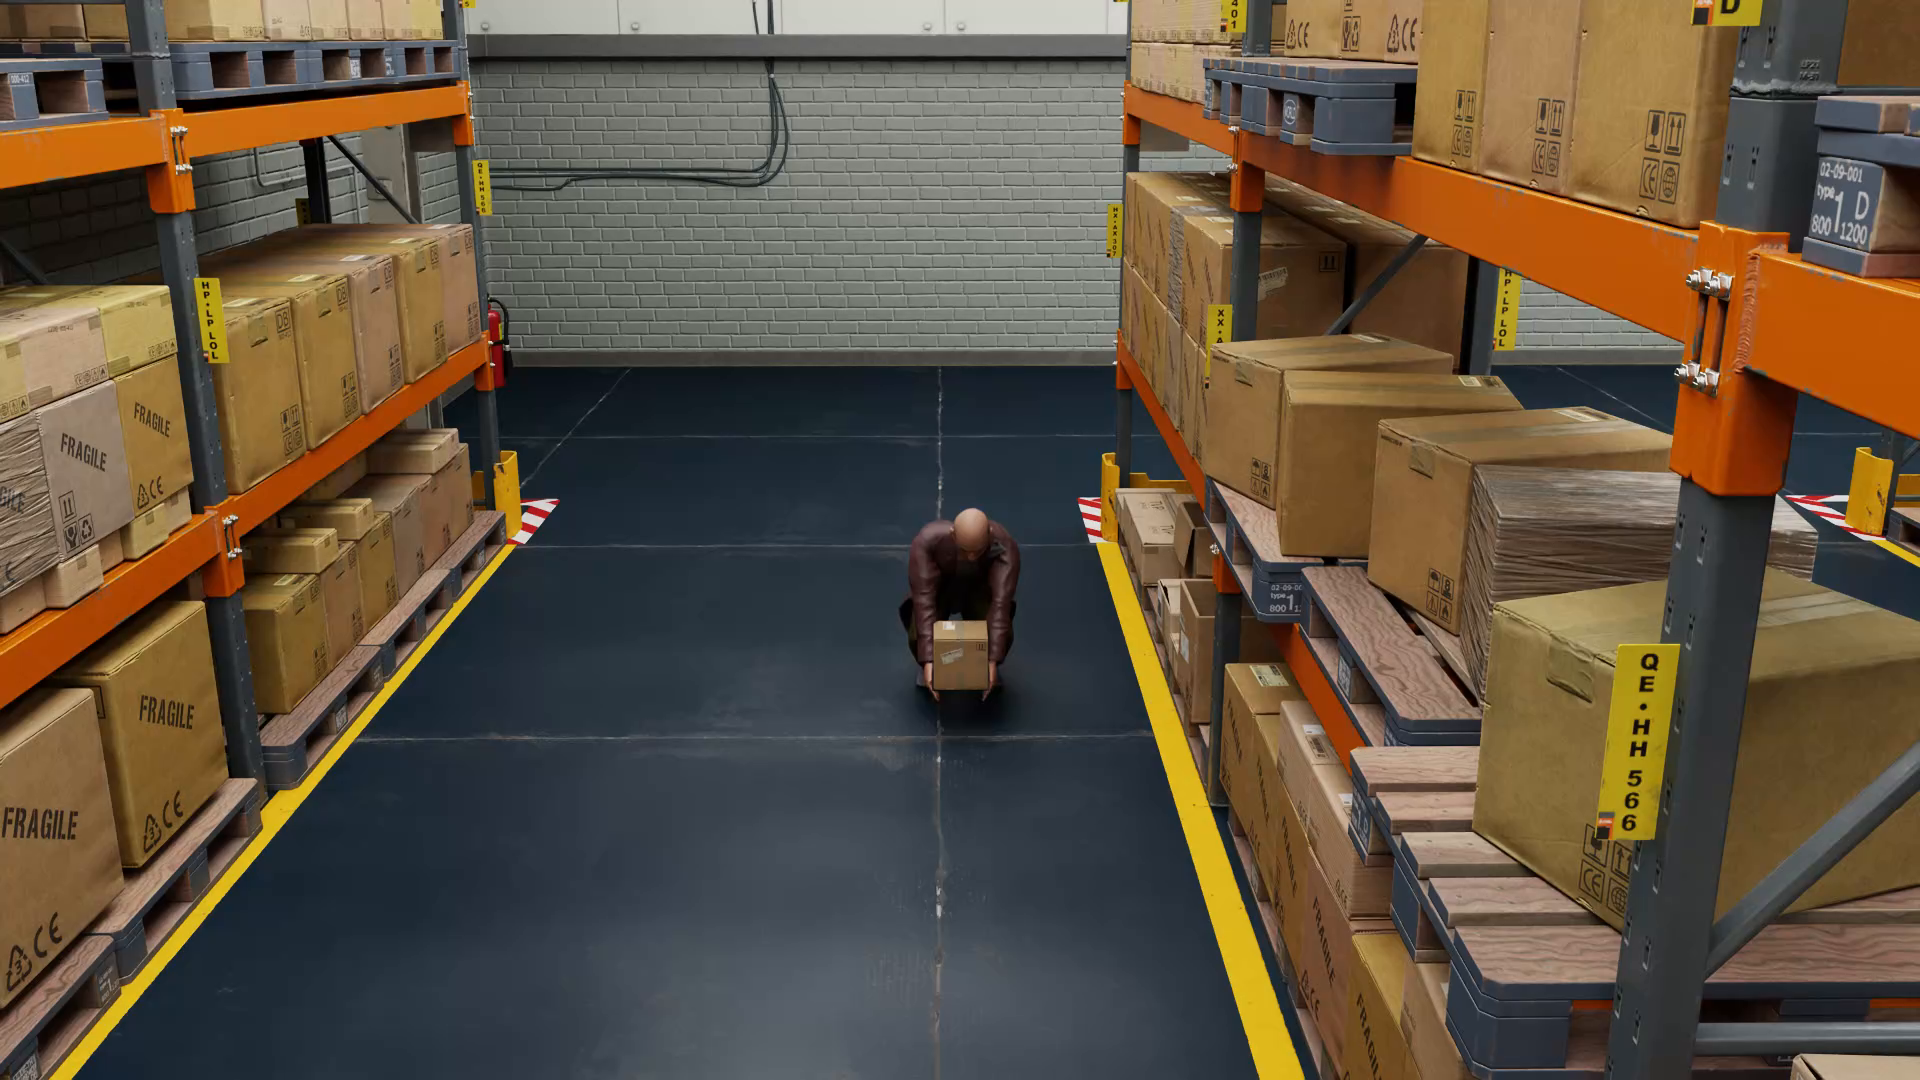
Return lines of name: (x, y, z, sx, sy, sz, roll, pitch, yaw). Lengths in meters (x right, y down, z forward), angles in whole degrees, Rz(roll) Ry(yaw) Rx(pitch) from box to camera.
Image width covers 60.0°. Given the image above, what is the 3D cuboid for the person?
person: (-0.006, 0.270, 8.034, 0.585, 1.000, 0.928, 0, 17, -2)
